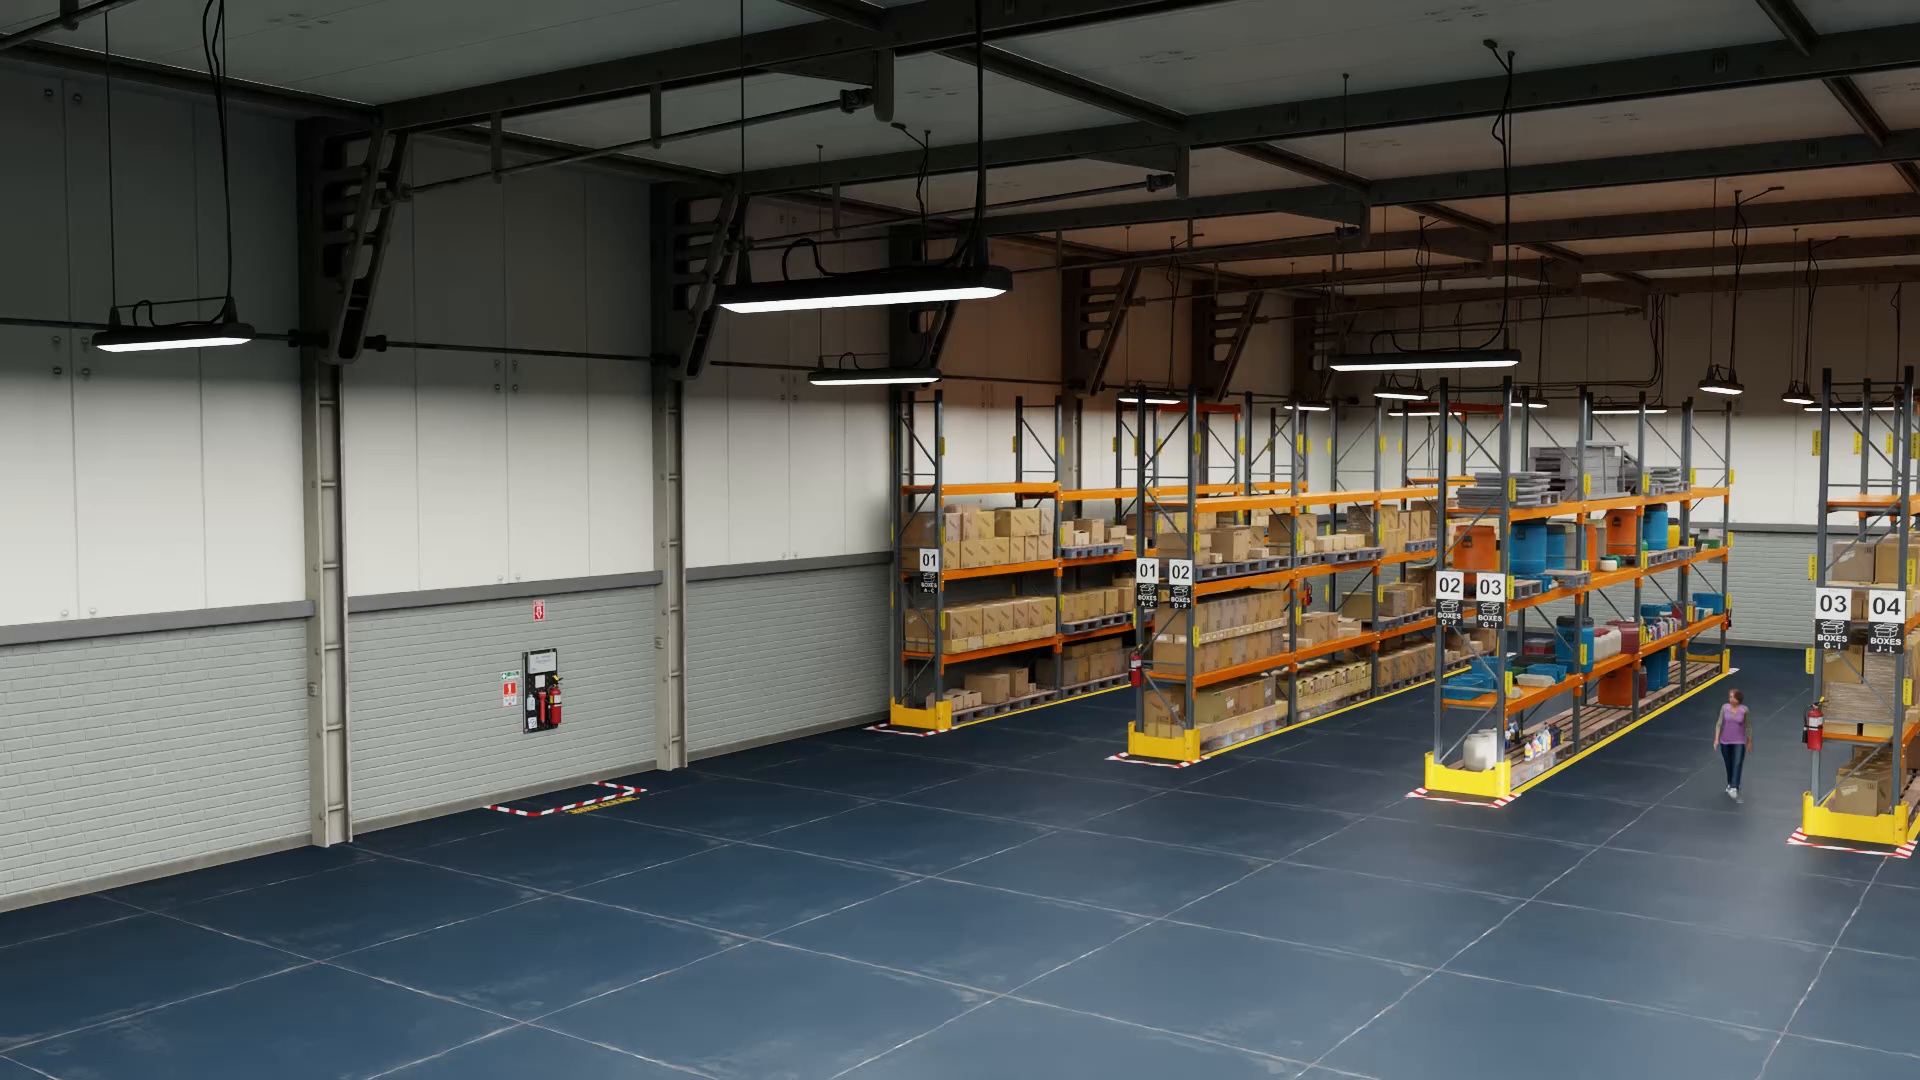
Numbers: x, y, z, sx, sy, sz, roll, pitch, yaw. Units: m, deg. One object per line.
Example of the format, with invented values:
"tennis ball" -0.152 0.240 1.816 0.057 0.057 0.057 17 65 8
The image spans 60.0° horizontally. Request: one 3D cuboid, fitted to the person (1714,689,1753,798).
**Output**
"person" 10.971 2.884 23.643 0.448 1.538 1.014 3 4 40
